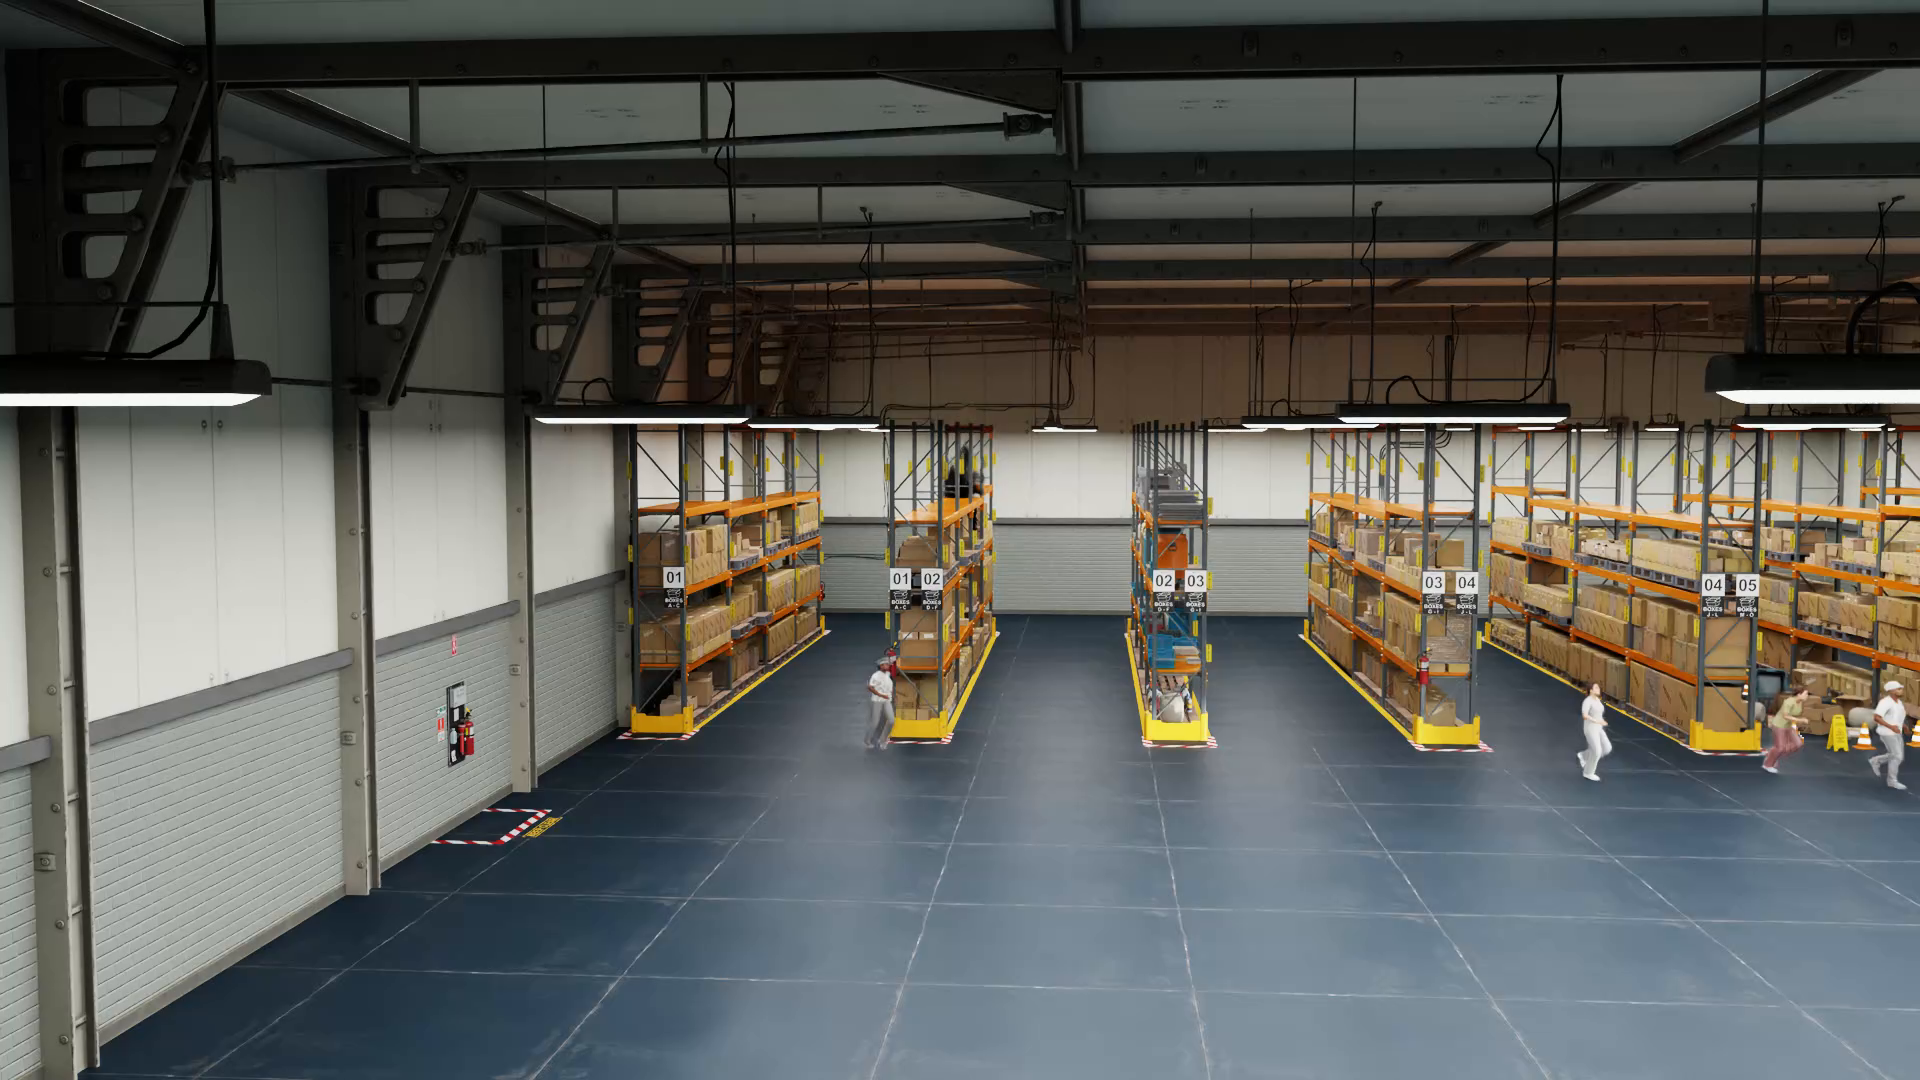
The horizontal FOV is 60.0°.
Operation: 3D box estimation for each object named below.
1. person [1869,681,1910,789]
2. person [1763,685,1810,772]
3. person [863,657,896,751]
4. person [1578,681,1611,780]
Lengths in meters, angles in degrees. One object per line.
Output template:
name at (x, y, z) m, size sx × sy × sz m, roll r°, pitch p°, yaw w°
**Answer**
person at (15.091, 3.151, 27.076) m, size 0.693 × 1.743 × 0.659 m, roll -3°, pitch 5°, yaw -37°
person at (14.004, 3.192, 28.106) m, size 0.600 × 1.517 × 0.825 m, roll -3°, pitch 4°, yaw -36°
person at (-1.402, 2.980, 30.316) m, size 0.646 × 1.706 × 0.623 m, roll -3°, pitch 5°, yaw -41°
person at (10.526, 3.160, 27.636) m, size 0.601 × 1.636 × 0.578 m, roll -3°, pitch 5°, yaw -44°
